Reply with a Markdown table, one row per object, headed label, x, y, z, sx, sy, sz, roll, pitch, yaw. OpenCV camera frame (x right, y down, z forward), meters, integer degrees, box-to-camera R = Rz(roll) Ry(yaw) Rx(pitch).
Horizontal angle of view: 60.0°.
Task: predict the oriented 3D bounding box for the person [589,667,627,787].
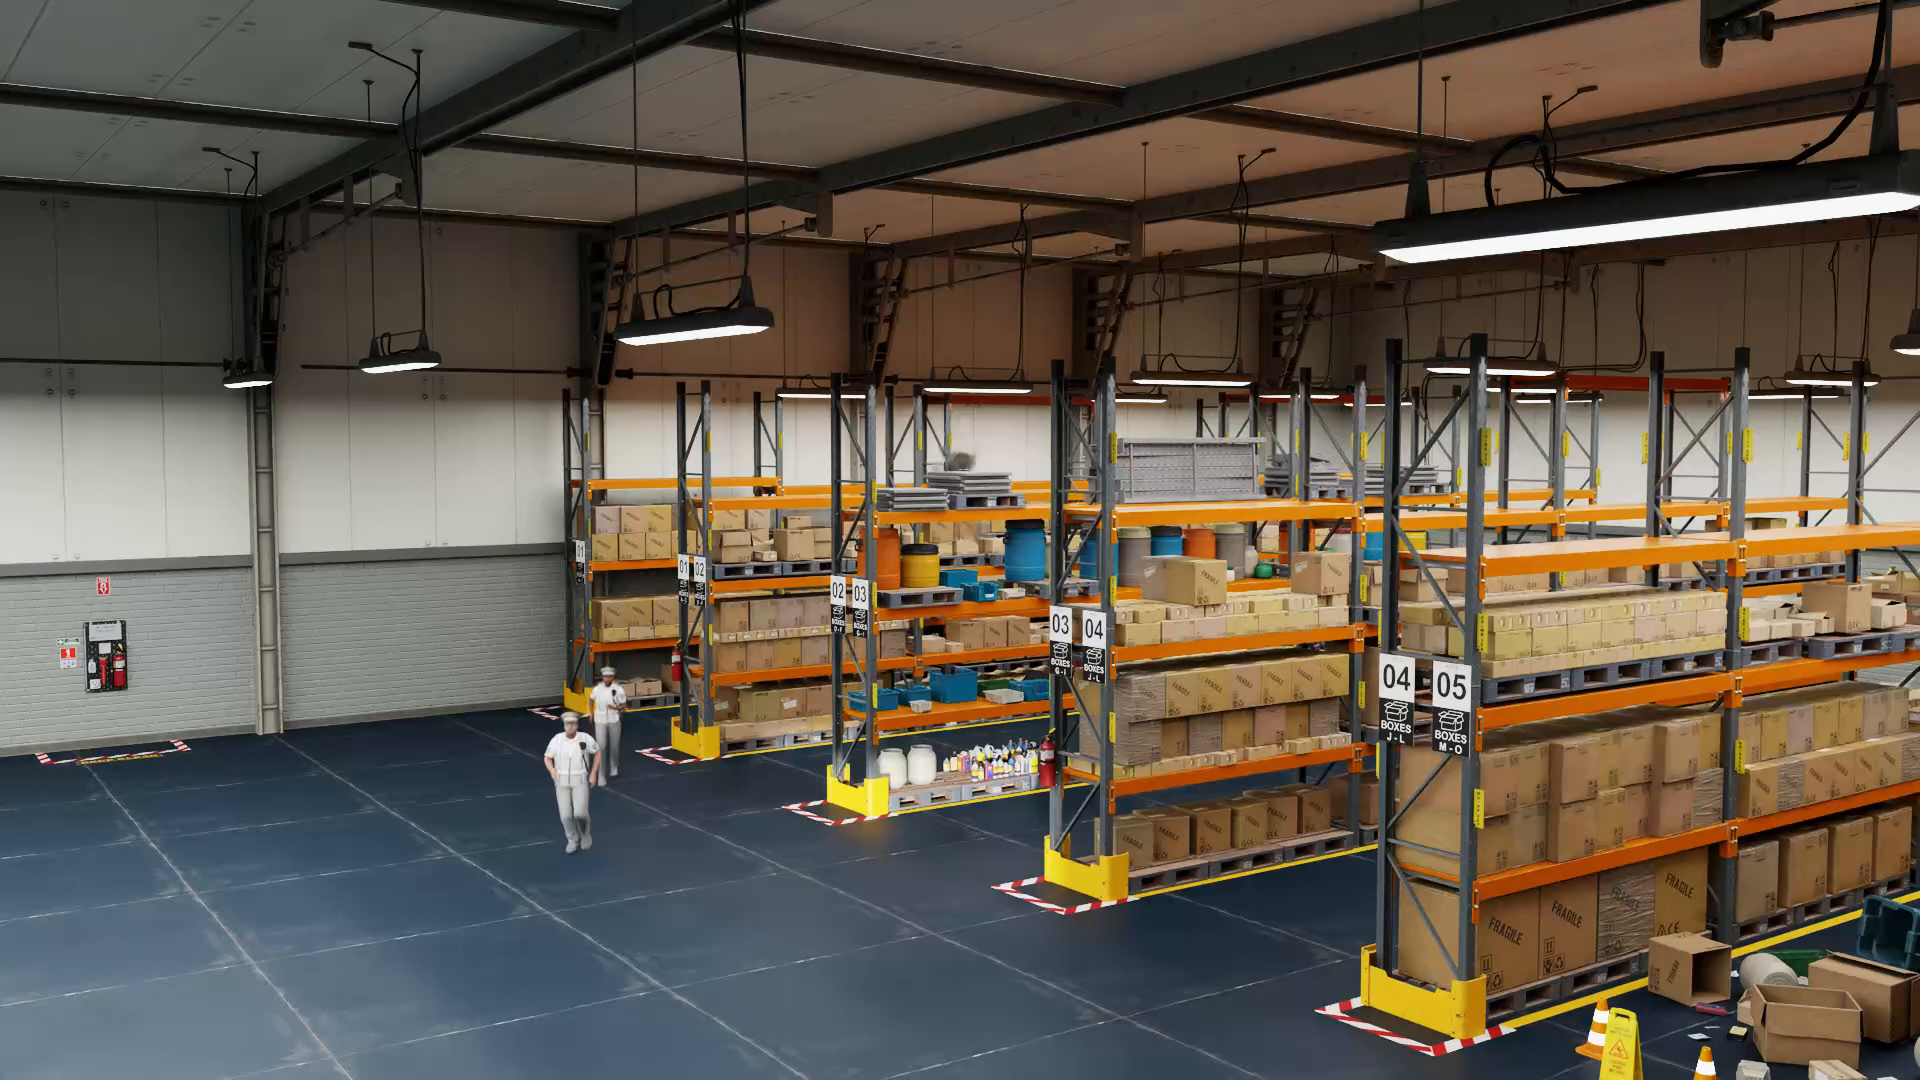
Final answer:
| label | x | y | z | sx | sy | sz | roll | pitch | yaw |
| --- | --- | --- | --- | --- | --- | --- | --- | --- | --- |
| person | -5.209 | 2.741 | 24.599 | 0.548 | 1.756 | 0.731 | -1 | 4 | -11 |

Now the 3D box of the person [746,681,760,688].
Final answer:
| label | x | y | z | sx | sy | sz | roll | pitch | yaw |
| --- | --- | --- | --- | --- | --- | --- | --- | --- | --- |
| person | -3.630 | 2.462 | 29.383 | 0.550 | 1.698 | 0.821 | 3 | 5 | 41 |

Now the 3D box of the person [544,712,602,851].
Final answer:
| label | x | y | z | sx | sy | sz | roll | pitch | yaw |
| --- | --- | --- | --- | --- | --- | --- | --- | --- | --- |
| person | -4.775 | 2.977 | 20.425 | 0.673 | 1.751 | 0.595 | 0 | 4 | -4 |
